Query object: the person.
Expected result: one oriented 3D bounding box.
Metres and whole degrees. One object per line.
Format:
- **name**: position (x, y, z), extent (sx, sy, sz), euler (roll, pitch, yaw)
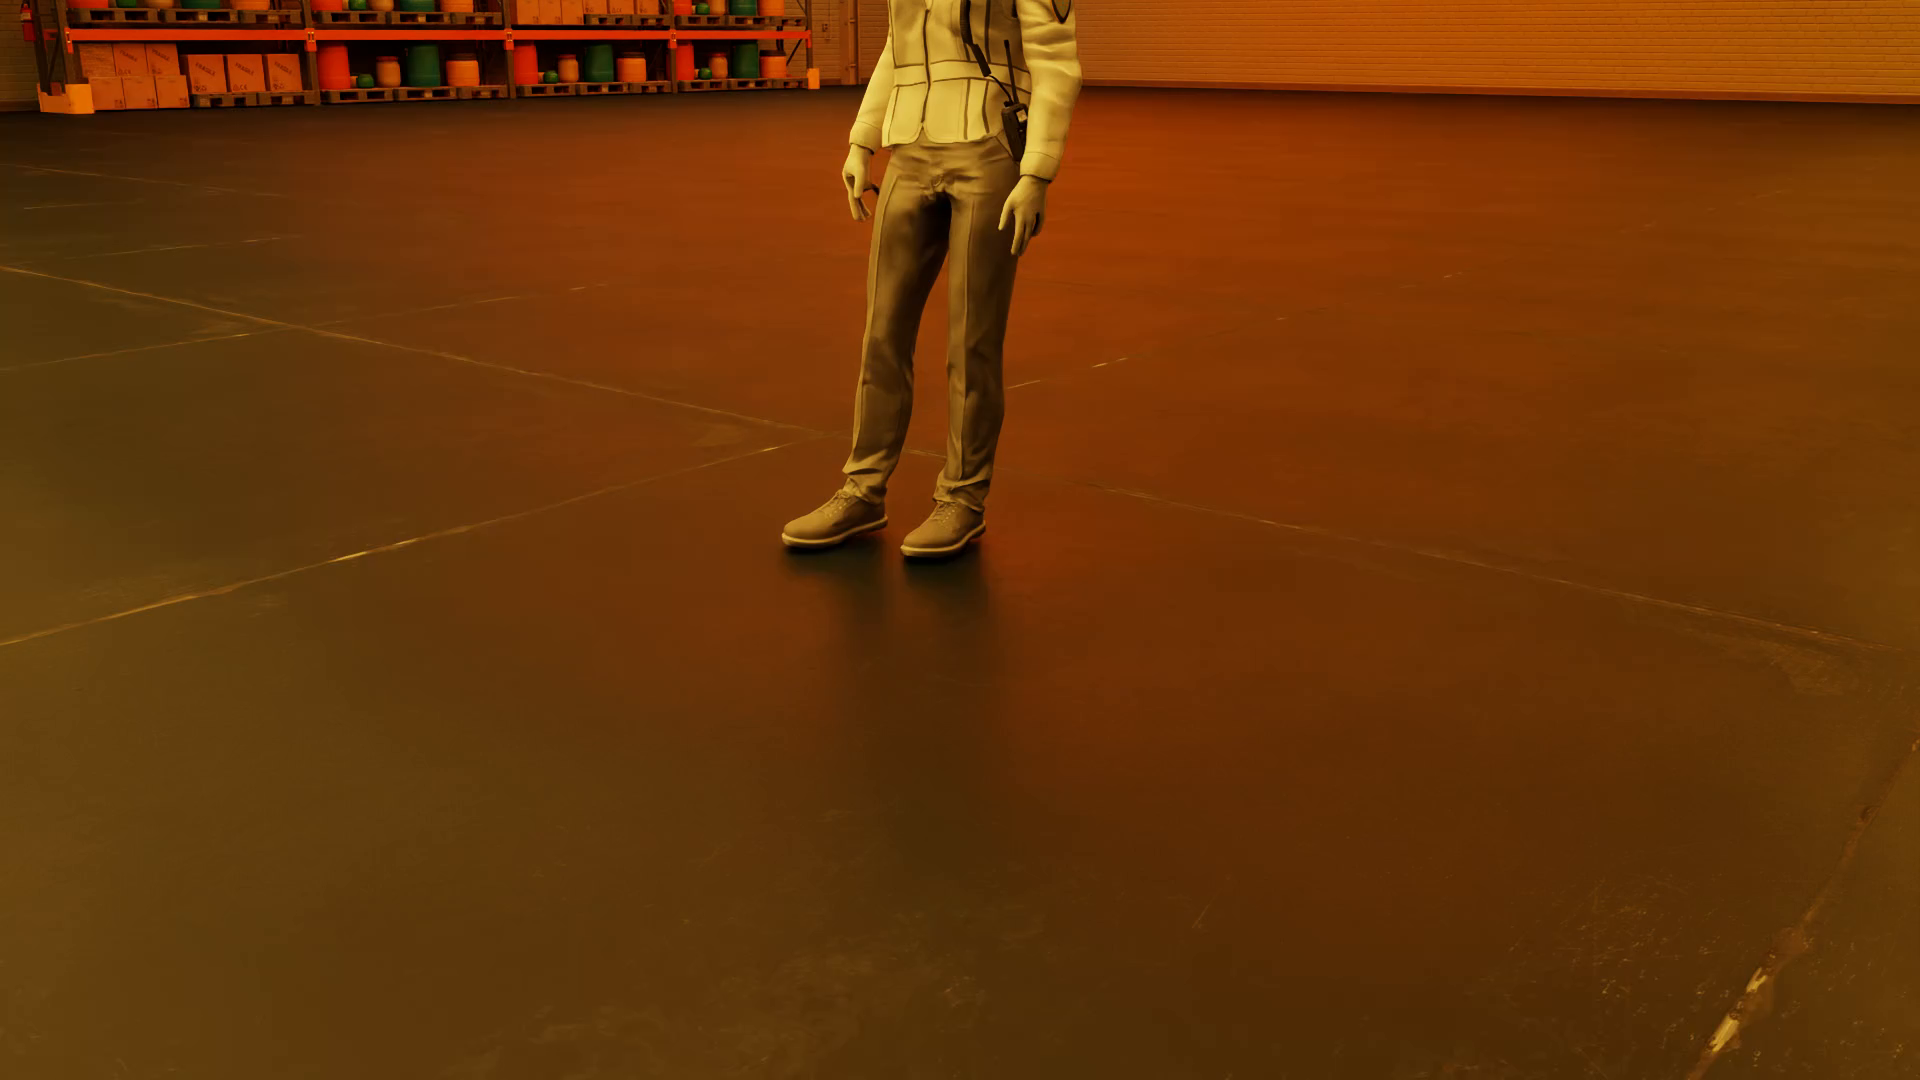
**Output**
- **person**: position (-0.049, -0.803, 3.647), extent (0.587, 1.694, 0.530), euler (13, 21, 37)
